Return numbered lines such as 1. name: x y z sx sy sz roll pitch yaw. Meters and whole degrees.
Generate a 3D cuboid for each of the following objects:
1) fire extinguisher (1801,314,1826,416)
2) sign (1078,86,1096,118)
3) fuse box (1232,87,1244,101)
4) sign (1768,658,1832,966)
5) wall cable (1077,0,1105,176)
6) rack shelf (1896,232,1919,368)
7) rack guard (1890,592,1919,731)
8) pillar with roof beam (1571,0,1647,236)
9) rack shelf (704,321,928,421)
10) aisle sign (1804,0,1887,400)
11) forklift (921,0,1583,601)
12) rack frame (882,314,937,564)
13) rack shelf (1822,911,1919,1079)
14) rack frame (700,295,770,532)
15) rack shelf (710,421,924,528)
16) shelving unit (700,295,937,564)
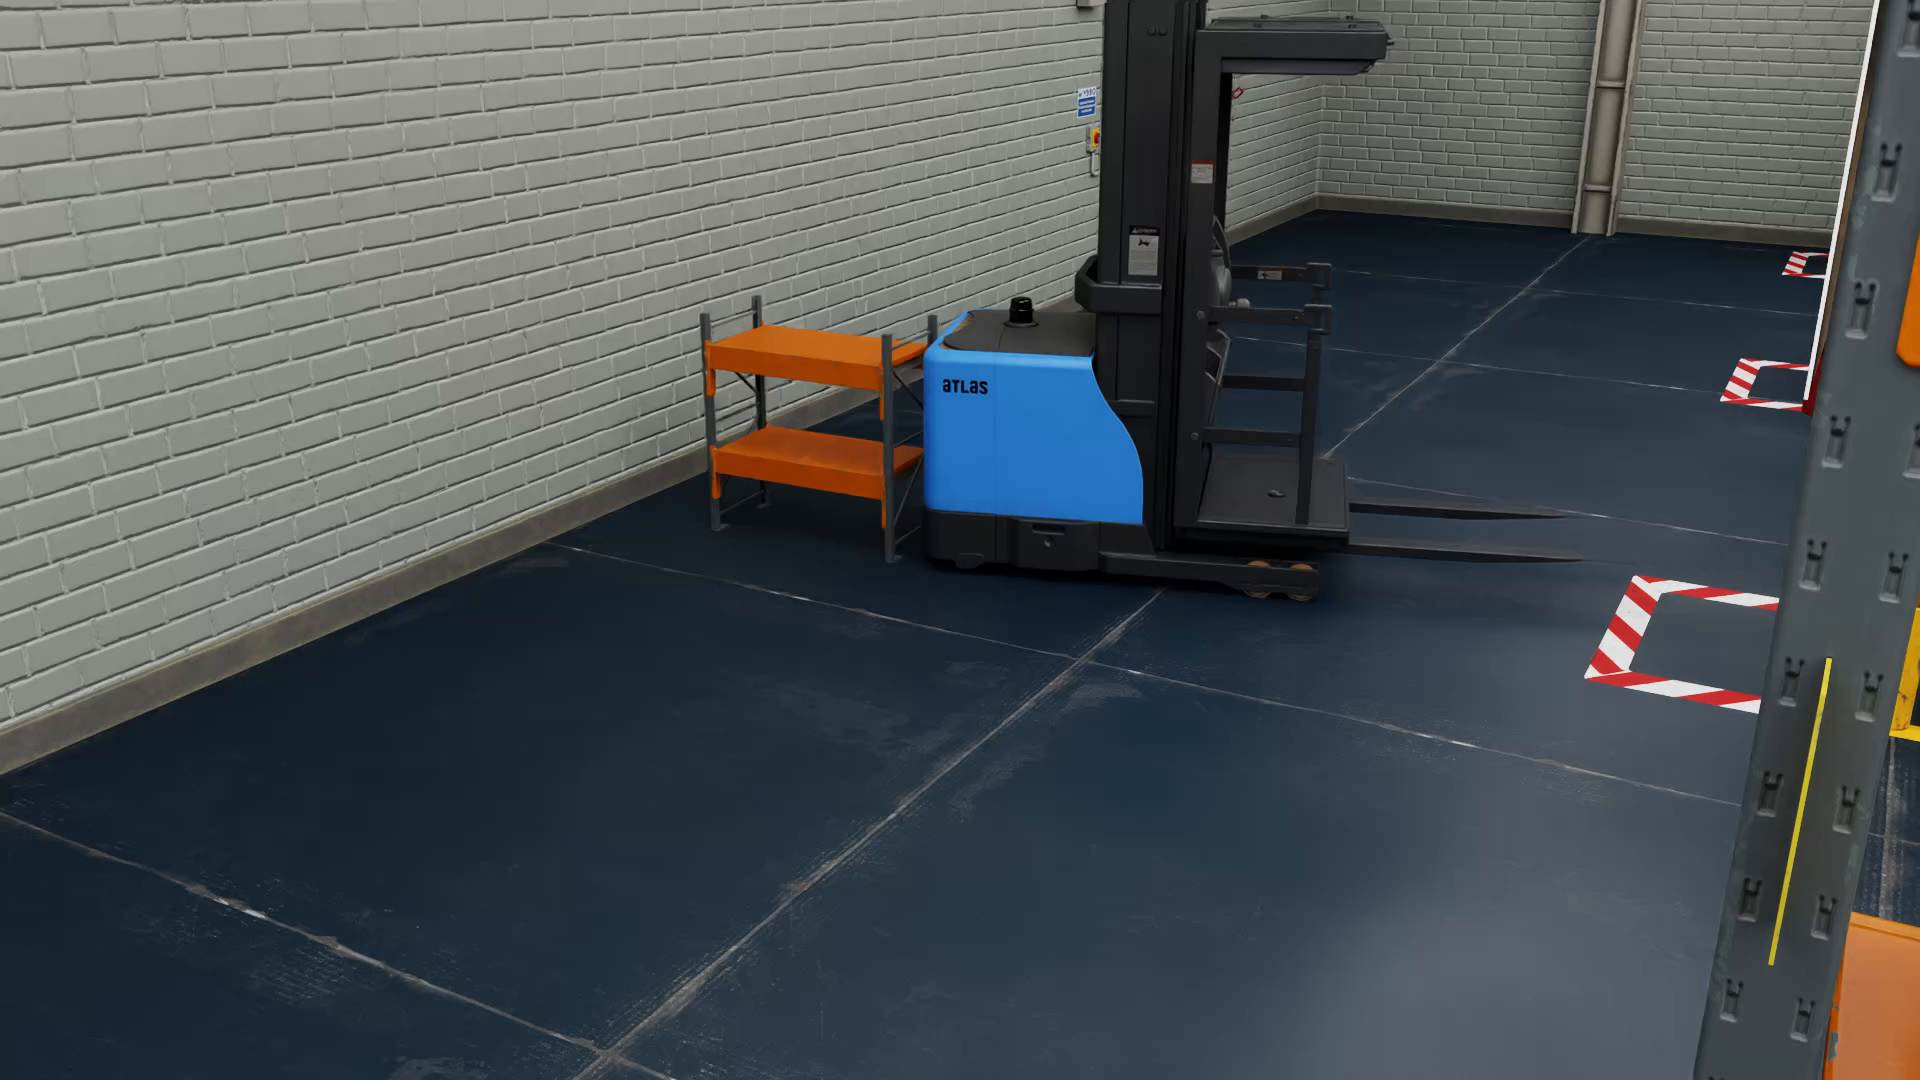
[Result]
1. fire extinguisher: 3.685 -0.855 6.985 0.183 0.674 0.296 11 23 27
2. sign: 0.994 -3.432 13.031 0.001 0.218 0.327 11 23 27
3. fuse box: 2.223 -3.304 14.965 0.414 1.711 0.539 11 23 27
4. sign: 0.897 0.292 1.775 0.005 0.325 0.100 11 23 27
5. wall cable: 1.071 -3.801 12.910 0.123 1.953 0.585 11 23 27
6. rack shelf: 2.918 -0.167 1.084 4.000 0.370 1.077 11 23 27
7. rack guard: 3.746 0.300 6.805 0.348 0.500 1.175 11 23 27
8. pillar with roof beam: 4.409 -6.112 12.018 0.400 9.000 9.100 11 23 27
9. rack shelf: -0.690 -0.846 8.189 1.000 0.278 0.538 10 22 25
10. aisle sign: 0.963 -0.573 1.733 0.004 0.787 0.394 11 23 27
11. forklift: 1.386 -1.297 7.642 3.031 2.935 1.130 4 20 11
12. rack frame: -0.237 -0.492 8.073 0.032 1.125 0.500 10 22 25
13. rack shelf: 2.918 1.243 1.595 4.000 0.370 1.077 11 23 27
14. rack frame: -1.144 -0.649 8.505 0.032 1.125 0.500 10 22 25
15. rack shelf: -0.690 -0.341 8.372 1.000 0.278 0.538 10 22 25
16. shelving unit: -0.690 -0.571 8.289 1.048 1.125 0.538 10 22 25
